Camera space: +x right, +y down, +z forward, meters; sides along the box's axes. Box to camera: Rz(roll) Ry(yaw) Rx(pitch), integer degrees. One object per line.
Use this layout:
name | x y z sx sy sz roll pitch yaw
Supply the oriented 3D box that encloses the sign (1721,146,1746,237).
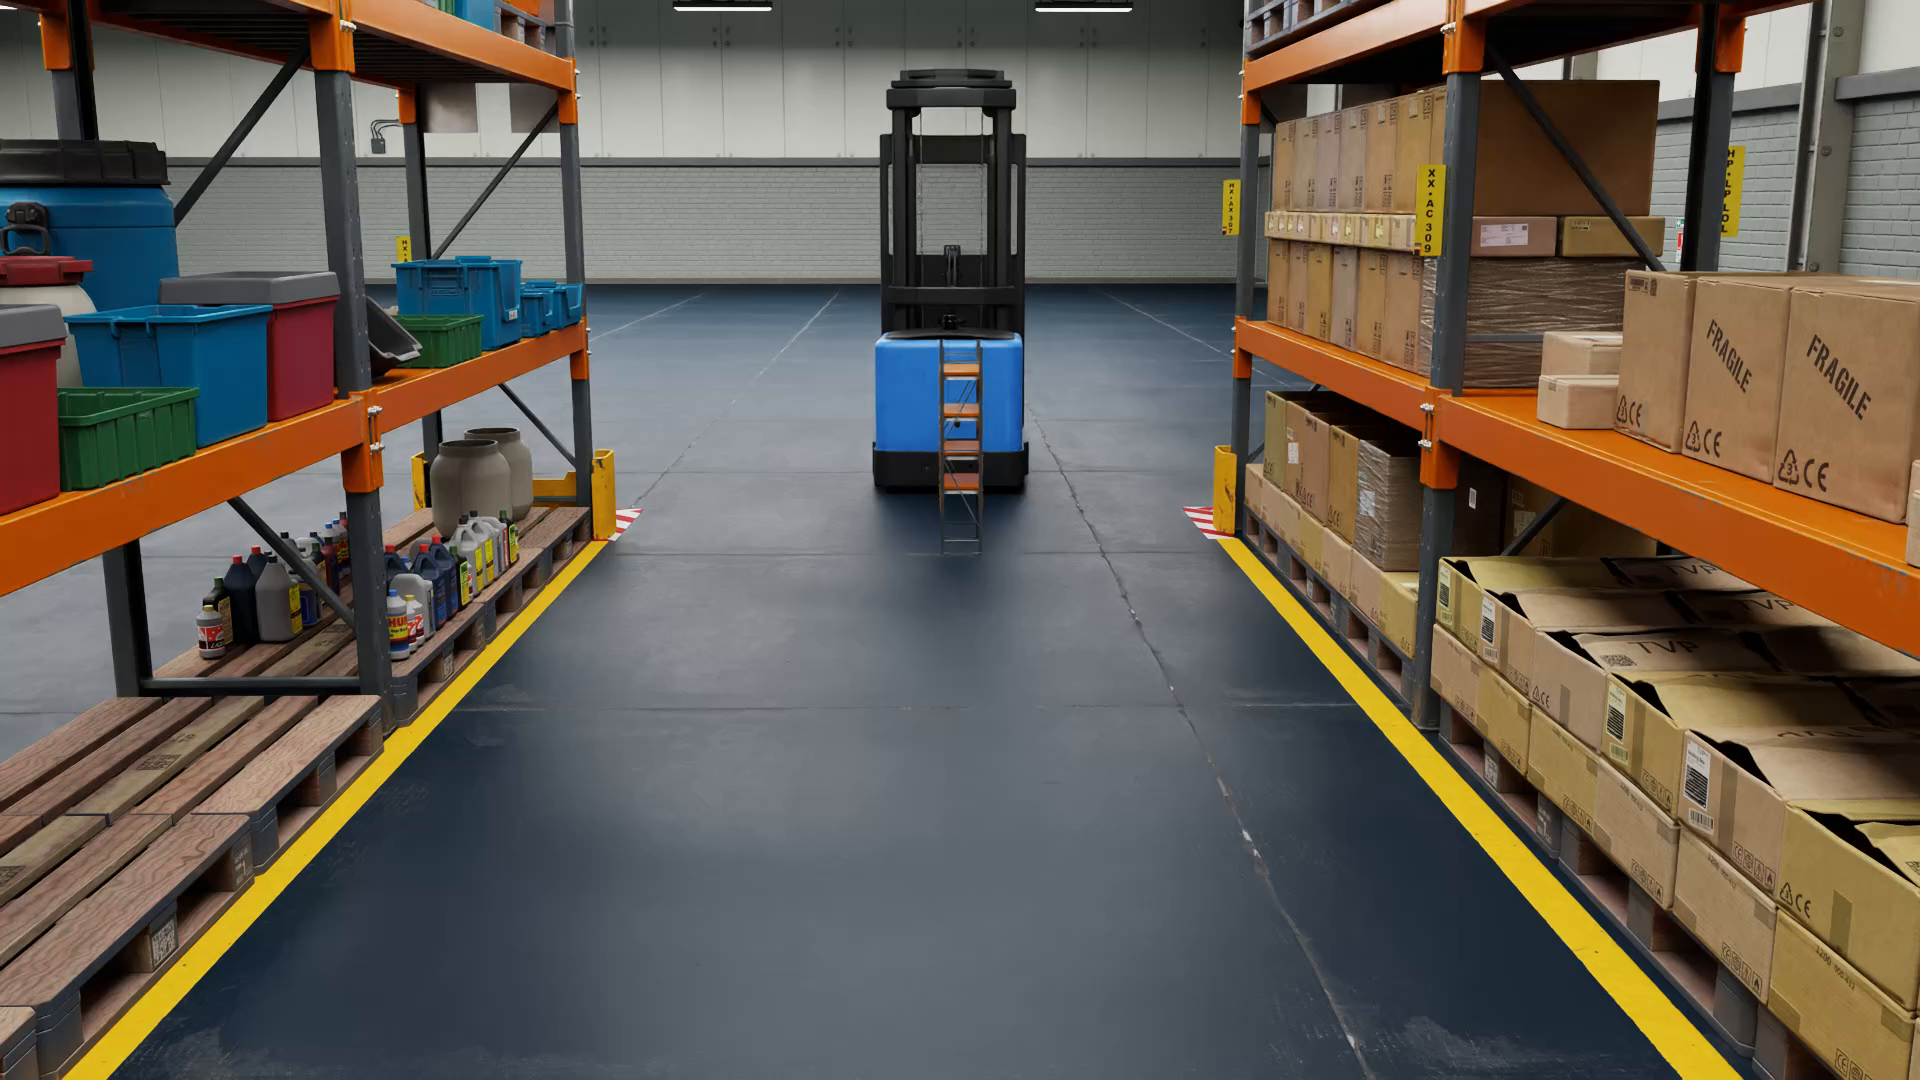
sign | 2.811 -1.275 6.088 0.100 0.325 0.005 0 11 -1

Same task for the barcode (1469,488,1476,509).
barcode | 1.858 -0.151 6.026 0.001 0.075 0.075 0 11 -1

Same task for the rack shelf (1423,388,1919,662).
rack shelf | 2.310 0.008 4.287 1.077 0.370 4.000 0 11 -1

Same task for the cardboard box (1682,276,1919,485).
cardboard box | 2.290 -0.435 4.405 0.500 0.500 0.500 0 11 -1

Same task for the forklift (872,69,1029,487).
forklift | -1.115 -1.806 9.658 3.137 3.703 9.240 0 11 1

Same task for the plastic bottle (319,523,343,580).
plastic bottle | -3.031 0.053 8.009 0.097 0.271 0.097 0 11 0

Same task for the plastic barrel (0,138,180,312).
plastic barrel | -2.979 -0.891 5.644 0.600 0.901 0.708 0 11 -1

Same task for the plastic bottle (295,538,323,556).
plastic bottle | -2.995 0.135 7.594 0.152 0.276 0.135 0 11 0

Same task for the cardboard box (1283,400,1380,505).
cardboard box | 2.010 -0.457 8.742 0.500 0.500 0.500 0 11 -1

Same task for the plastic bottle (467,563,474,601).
plastic bottle | -2.272 0.177 7.575 0.097 0.201 0.097 0 11 0

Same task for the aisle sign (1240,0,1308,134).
aisle sign | 1.878 -2.824 9.894 0.394 0.787 0.004 0 11 -1

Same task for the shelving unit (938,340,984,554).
shelving unit | 0.003 -0.555 9.778 0.258 1.200 0.503 0 11 -1

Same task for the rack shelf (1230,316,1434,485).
rack shelf | 2.227 -0.788 8.206 1.077 0.370 4.000 0 11 -1

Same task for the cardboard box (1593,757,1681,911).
cardboard box | 2.062 0.786 4.500 0.500 0.250 0.500 0 11 0

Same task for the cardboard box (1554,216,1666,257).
cardboard box | 2.457 -1.164 6.368 0.380 0.149 0.250 0 11 -1

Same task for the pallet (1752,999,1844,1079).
pallet | 2.373 1.255 3.340 1.003 0.211 1.213 0 11 -1

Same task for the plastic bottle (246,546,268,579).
plastic bottle | -2.989 0.195 7.111 0.144 0.351 0.185 -1 11 -4

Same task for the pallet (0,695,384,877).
pallet | -2.629 0.800 5.587 1.003 0.211 1.213 0 11 -1

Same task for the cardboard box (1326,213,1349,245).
cardboard box | 2.010 -1.520 8.125 0.380 0.149 0.250 0 11 -1

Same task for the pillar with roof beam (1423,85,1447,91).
pillar with roof beam | 3.342 -7.924 26.483 9.100 9.000 0.400 0 11 -1

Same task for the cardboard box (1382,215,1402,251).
cardboard box | 2.031 -1.316 7.119 0.380 0.149 0.250 0 11 -1

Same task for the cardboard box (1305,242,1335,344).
cardboard box | 2.203 -1.291 8.626 0.700 0.500 0.500 0 11 -1

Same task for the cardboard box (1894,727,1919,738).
cardboard box | 2.607 0.608 3.965 0.500 0.311 0.500 -1 11 -3

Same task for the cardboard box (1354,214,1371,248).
cardboard box | 2.170 -1.592 5.181 0.703 1.460 4.934 0 11 0

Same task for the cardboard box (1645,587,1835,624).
cardboard box | 2.581 0.307 5.450 0.500 0.311 0.500 0 11 0

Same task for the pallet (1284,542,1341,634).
pallet | 2.266 0.223 8.431 1.003 0.211 1.213 0 11 -1

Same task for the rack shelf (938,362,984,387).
rack shelf | 0.003 -0.940 9.699 0.258 0.148 0.480 0 11 -1

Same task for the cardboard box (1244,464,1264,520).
cardboard box | 1.975 -0.288 9.796 0.500 0.250 0.500 0 11 -1

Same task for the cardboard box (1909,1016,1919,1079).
cardboard box | 2.097 1.091 2.998 0.500 0.250 0.500 0 11 0

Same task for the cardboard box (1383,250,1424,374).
cardboard box | 2.236 -0.985 7.116 0.700 0.500 0.500 0 11 -2

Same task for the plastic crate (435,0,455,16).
plastic crate | -2.444 -2.404 7.353 0.336 0.188 0.450 0 11 -1

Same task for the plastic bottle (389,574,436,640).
plastic bottle | -2.286 0.267 6.943 0.152 0.276 0.135 0 11 1

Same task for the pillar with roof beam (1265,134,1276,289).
pillar with roof beam | 3.094 -10.309 38.241 9.100 9.000 0.548 0 11 -1

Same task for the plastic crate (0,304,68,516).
plastic crate | -2.328 -0.282 3.742 0.402 0.464 0.583 0 11 -1

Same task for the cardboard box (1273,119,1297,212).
cardboard box | 2.184 -2.119 9.446 0.700 0.500 0.500 0 11 -1

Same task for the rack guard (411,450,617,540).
rack guard | -2.718 -0.278 10.173 1.175 0.500 0.348 0 11 -1

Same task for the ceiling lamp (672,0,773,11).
ceiling lamp | -4.820 -12.369 33.713 2.000 3.185 0.800 0 11 -1

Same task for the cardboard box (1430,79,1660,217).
cardboard box | 2.253 -1.516 6.471 0.700 0.500 0.500 0 11 -1

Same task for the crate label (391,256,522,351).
crate label | -2.458 -1.171 8.196 0.502 0.435 0.616 0 11 -1

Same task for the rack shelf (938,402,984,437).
rack shelf | 0.003 -0.708 9.747 0.258 0.148 0.480 0 11 -1

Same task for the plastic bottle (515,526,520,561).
plastic bottle | -2.290 0.001 8.442 0.097 0.201 0.097 0 11 0

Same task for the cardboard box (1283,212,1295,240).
cardboard box | 1.991 -1.724 9.128 0.380 0.149 0.250 0 11 -1

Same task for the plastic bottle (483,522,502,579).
plastic bottle | -2.309 0.042 8.051 0.152 0.276 0.135 -1 11 -3

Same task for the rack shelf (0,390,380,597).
rack shelf | -2.642 0.027 4.190 1.077 0.370 4.000 0 11 -1

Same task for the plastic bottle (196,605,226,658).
plastic bottle | -3.003 0.362 6.662 0.097 0.201 0.097 0 11 0

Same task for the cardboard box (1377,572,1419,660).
cardboard box | 2.041 0.308 6.857 0.500 0.250 0.500 0 11 -1

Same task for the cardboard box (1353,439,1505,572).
cardboard box | 2.042 -0.159 7.272 0.500 0.500 0.500 0 11 -1

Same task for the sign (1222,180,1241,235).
sign | 1.631 -2.000 9.995 0.100 0.325 0.005 0 11 -1

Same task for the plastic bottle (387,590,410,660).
plastic bottle | -2.252 0.333 6.627 0.097 0.271 0.097 0 11 0

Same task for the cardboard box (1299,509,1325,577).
cardboard box | 2.004 0.010 8.326 0.500 0.250 0.500 0 11 -1

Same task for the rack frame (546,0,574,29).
rack frame | -2.766 -4.458 9.401 1.000 3.000 0.127 0 11 -1

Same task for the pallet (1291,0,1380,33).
pallet | 2.203 -2.581 7.913 1.003 0.211 1.213 0 11 -1

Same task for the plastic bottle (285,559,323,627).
plastic bottle | -2.841 0.226 7.146 0.152 0.276 0.135 0 11 -1

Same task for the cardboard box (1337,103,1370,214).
cardboard box | 2.222 -1.815 7.946 0.700 0.500 0.500 0 11 -1

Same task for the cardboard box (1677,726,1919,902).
cardboard box | 2.069 0.613 3.944 0.500 0.311 0.500 0 11 -2
